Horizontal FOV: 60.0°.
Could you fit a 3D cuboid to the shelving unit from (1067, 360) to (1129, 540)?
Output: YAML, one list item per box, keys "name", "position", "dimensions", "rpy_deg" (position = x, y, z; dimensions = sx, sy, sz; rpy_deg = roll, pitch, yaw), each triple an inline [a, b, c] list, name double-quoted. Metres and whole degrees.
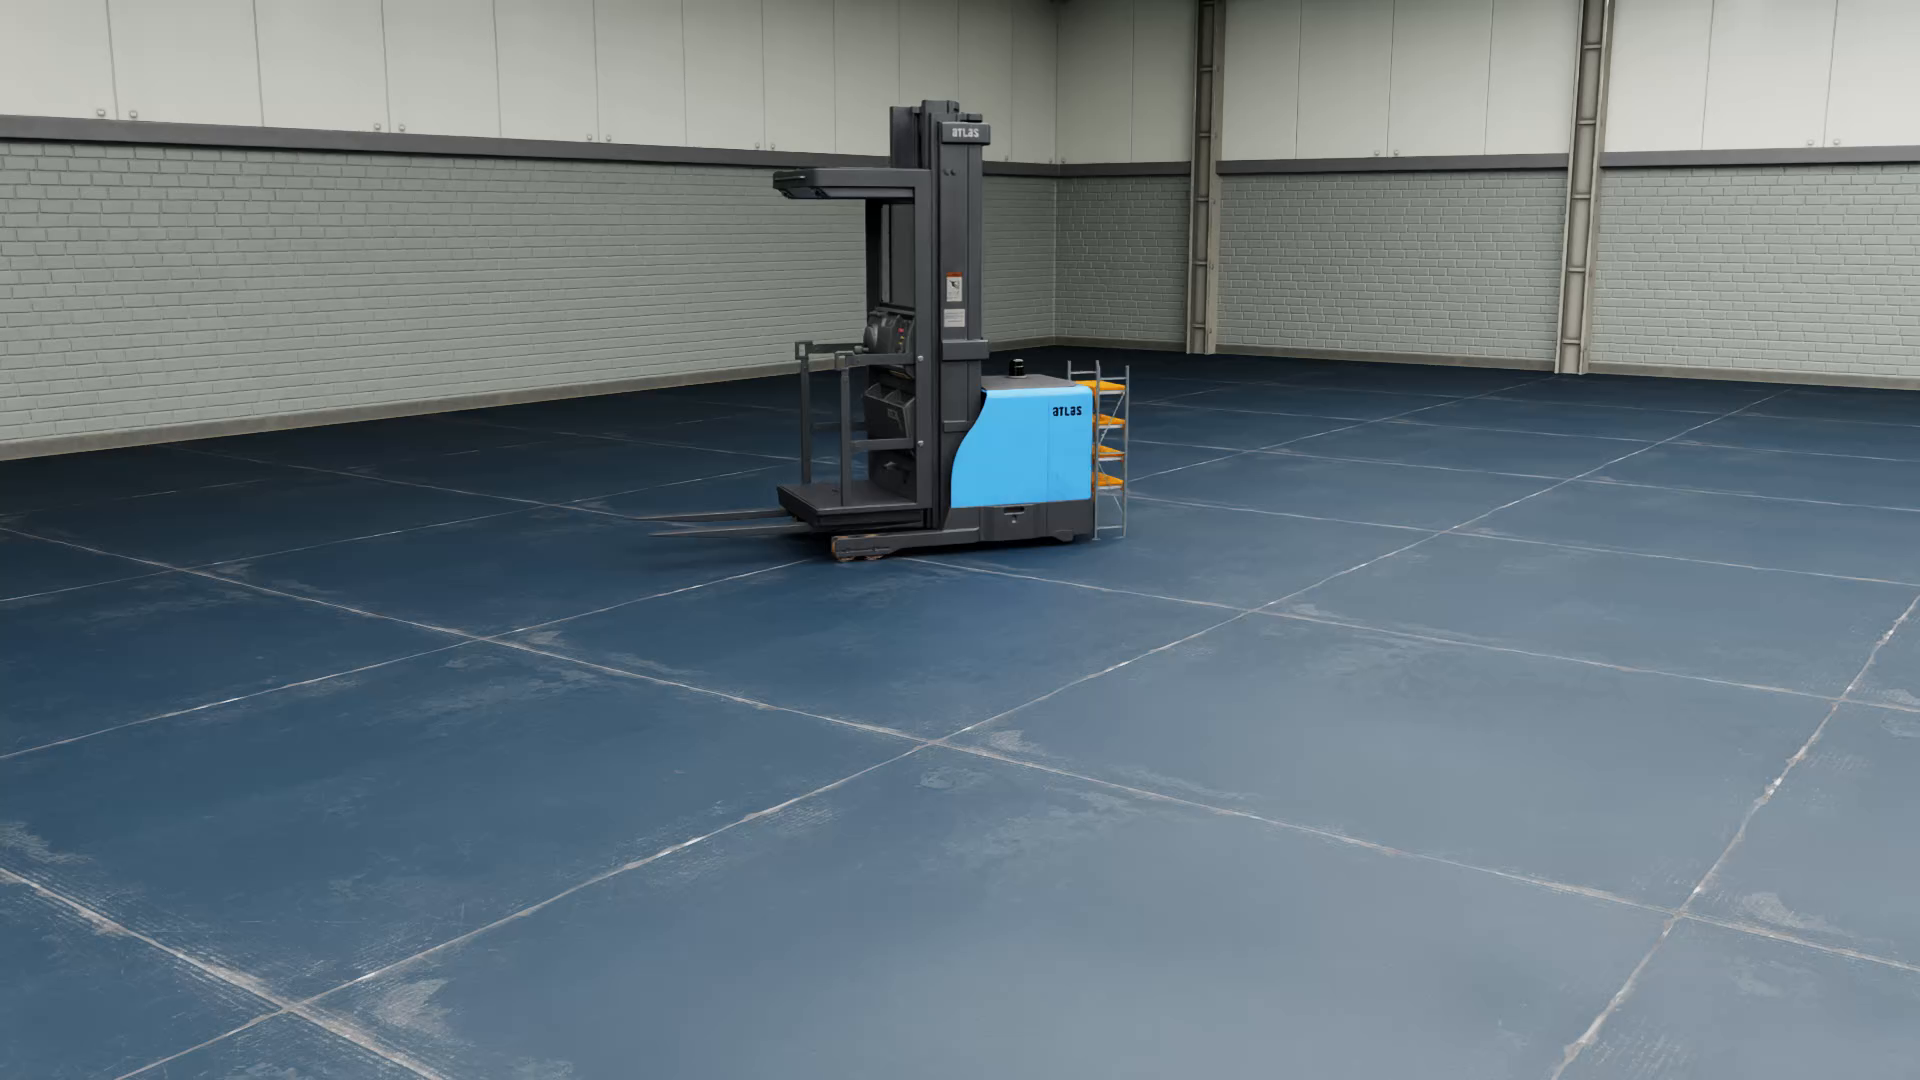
- name: "shelving unit"
  position: [0.959, -0.640, 11.679]
  dimensions: [0.258, 1.200, 0.503]
  rpy_deg: [-4, 12, -20]

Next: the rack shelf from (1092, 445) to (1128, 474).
- name: "rack shelf"
  position: [0.959, -0.574, 11.691]
  dimensions: [0.258, 0.148, 0.480]
  rpy_deg: [-4, 12, -20]

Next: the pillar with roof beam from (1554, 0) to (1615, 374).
- name: "pillar with roof beam"
  position: [6.272, -6.170, 19.732]
  dimensions: [0.400, 9.000, 9.100]
  rpy_deg: [8, 13, 36]

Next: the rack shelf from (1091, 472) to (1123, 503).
- name: "rack shelf"
  position: [0.958, -0.379, 11.729]
  dimensions: [0.258, 0.148, 0.480]
  rpy_deg: [-4, 12, -20]

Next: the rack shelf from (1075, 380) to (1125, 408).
- name: "rack shelf"
  position: [0.959, -1.026, 11.604]
  dimensions: [0.258, 0.148, 0.480]
  rpy_deg: [-4, 12, -20]

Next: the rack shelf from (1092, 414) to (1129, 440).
- name: "rack shelf"
  position: [0.959, -0.794, 11.649]
  dimensions: [0.258, 0.148, 0.480]
  rpy_deg: [-4, 12, -20]

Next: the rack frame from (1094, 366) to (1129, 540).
- name: "rack frame"
  position: [1.043, -0.597, 11.454]
  dimensions: [0.240, 1.200, 0.015]
  rpy_deg: [-4, 12, -20]

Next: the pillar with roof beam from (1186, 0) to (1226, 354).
- name: "pillar with roof beam"
  position: [1.436, -6.845, 23.219]
  dimensions: [0.400, 9.000, 9.100]
  rpy_deg: [8, 13, 36]

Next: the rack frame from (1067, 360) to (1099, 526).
- name: "rack frame"
  position: [0.875, -0.684, 11.904]
  dimensions: [0.240, 1.200, 0.015]
  rpy_deg: [-4, 12, -20]

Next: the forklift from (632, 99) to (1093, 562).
- name: "forklift"
  position: [-0.658, -1.410, 11.100]
  dimensions: [3.031, 2.935, 1.130]
  rpy_deg: [-4, 12, -20]
